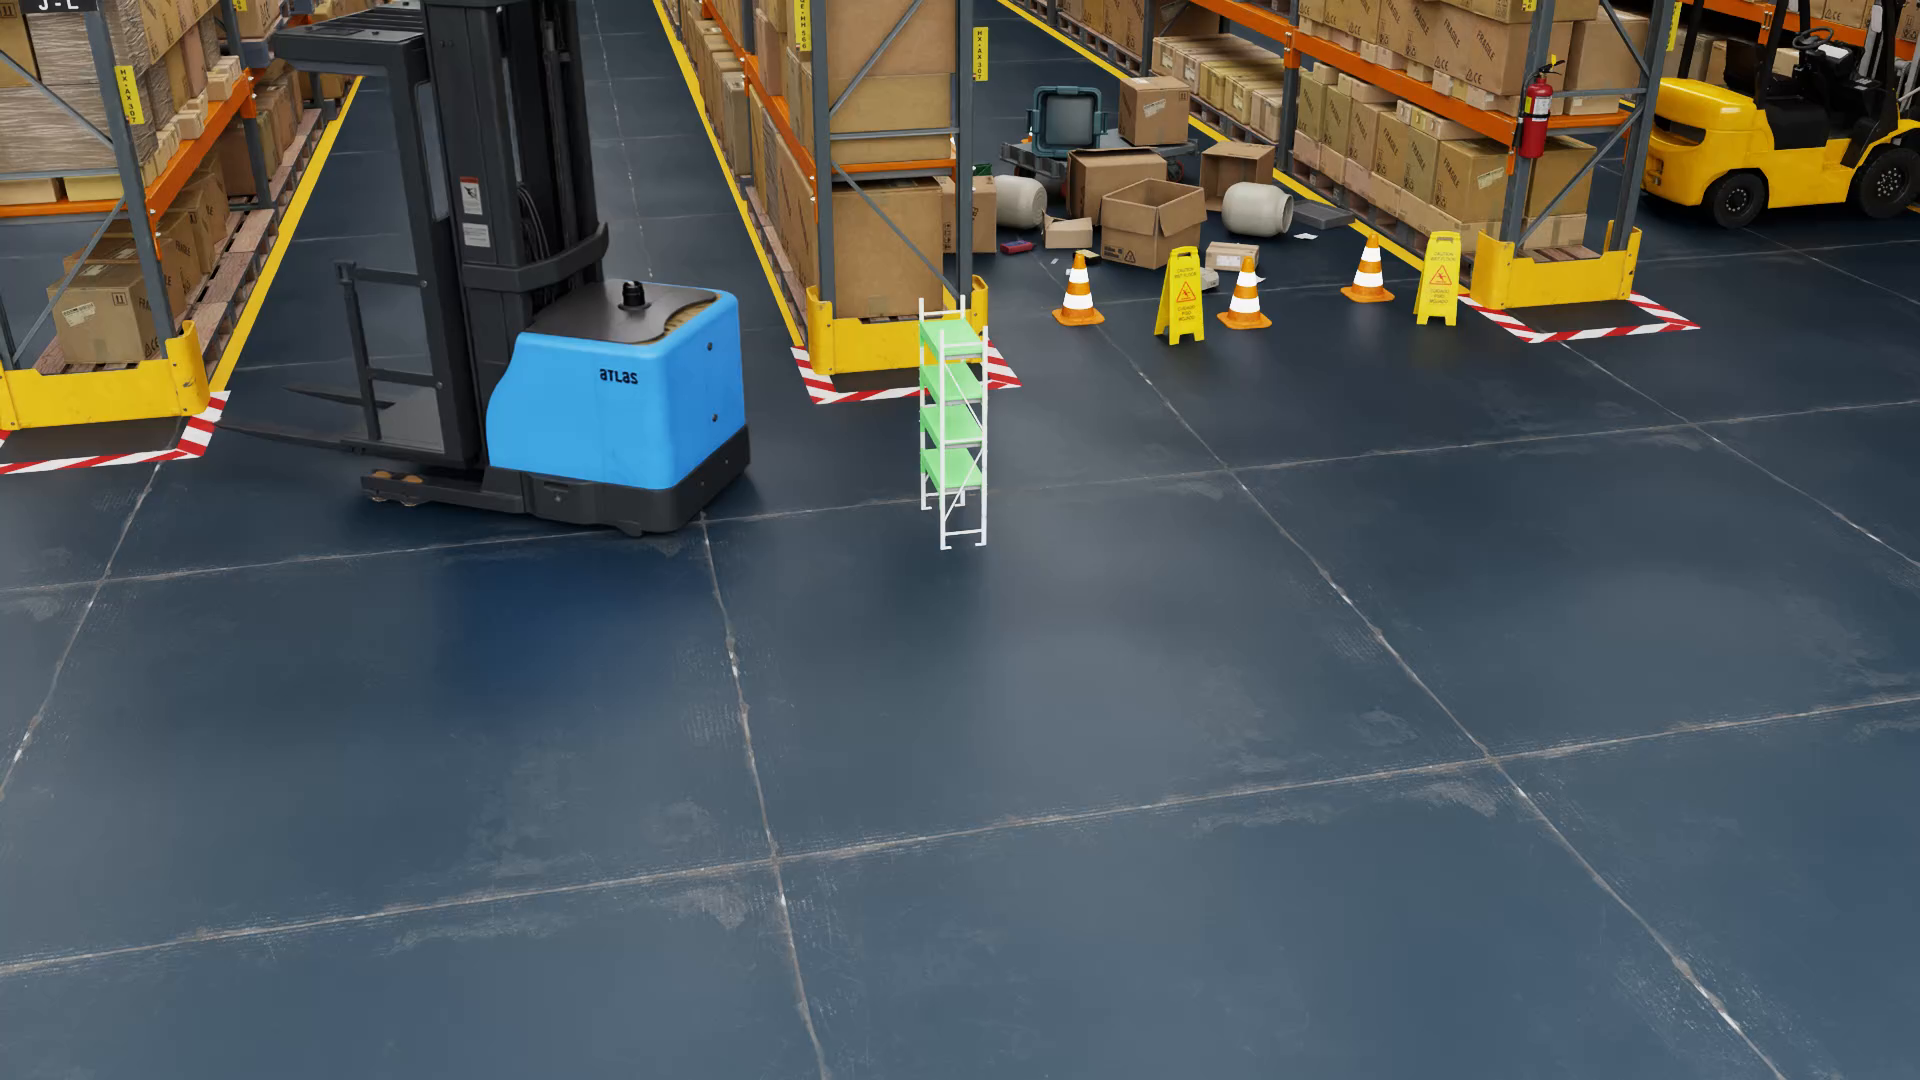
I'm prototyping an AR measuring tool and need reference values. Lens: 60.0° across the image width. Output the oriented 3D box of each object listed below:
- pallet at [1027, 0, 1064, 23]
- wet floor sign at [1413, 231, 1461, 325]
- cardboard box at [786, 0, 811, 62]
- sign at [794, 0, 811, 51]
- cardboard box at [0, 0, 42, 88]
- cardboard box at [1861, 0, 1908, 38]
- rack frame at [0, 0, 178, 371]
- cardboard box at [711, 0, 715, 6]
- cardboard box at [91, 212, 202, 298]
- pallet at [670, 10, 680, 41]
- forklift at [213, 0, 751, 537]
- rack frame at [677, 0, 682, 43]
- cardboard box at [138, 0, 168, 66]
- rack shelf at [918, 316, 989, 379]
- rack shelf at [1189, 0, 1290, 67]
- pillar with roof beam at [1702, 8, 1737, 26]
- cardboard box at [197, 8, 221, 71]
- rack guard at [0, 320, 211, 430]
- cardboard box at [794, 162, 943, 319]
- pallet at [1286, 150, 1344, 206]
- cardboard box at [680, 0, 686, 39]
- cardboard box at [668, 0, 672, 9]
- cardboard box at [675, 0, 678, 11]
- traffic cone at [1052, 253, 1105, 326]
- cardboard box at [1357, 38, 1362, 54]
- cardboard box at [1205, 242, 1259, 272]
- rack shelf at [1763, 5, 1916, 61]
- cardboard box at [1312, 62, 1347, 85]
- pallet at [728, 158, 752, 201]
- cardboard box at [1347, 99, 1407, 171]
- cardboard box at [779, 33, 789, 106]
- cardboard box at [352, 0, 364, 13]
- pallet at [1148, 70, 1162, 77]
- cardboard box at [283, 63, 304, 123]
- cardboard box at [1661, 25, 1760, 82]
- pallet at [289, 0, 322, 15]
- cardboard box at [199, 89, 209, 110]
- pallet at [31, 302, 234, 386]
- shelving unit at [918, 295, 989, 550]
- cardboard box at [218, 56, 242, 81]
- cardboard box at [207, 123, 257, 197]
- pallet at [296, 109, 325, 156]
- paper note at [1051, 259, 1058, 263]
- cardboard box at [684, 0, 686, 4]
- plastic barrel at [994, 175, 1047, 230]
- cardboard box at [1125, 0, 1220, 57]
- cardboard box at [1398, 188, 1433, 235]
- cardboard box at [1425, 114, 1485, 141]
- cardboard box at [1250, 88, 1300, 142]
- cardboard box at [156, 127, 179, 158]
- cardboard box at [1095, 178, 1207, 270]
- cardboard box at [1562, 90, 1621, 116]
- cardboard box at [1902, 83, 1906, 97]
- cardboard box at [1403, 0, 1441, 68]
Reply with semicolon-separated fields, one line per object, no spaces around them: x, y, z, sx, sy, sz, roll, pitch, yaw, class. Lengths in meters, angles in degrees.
1.583;-7.469;23.314;1.003;0.211;1.213;-6;27;-12;pallet
3.382;-1.861;11.721;0.267;0.644;0.232;3;27;6;wet floor sign
-0.678;-3.505;11.001;0.875;0.550;0.550;-6;27;-12;cardboard box
-0.950;-3.131;10.076;0.100;0.325;0.005;-6;27;-12;sign
-5.638;-2.938;9.691;0.500;0.500;0.500;-6;27;-12;cardboard box
8.410;-4.740;14.701;0.500;0.500;0.500;-6;27;-12;cardboard box
-5.273;-2.098;9.578;1.000;3.000;0.127;-6;27;-12;rack frame
-2.152;-5.445;16.098;0.500;0.500;0.500;-6;27;-12;cardboard box
-5.688;-1.981;11.654;0.500;0.500;0.500;-3;27;-7;cardboard box
-3.308;-6.872;22.130;1.003;0.211;1.213;-6;27;-12;pallet
-2.768;-1.707;8.879;3.031;2.935;1.130;8;28;16;forklift
-3.122;-7.825;20.925;1.000;3.000;0.127;-6;27;-12;rack frame
-5.237;-3.211;10.232;0.500;0.500;0.500;-6;27;-12;cardboard box
-0.037;-0.980;8.436;0.258;0.148;0.480;-6;27;-12;rack shelf
3.030;-5.417;16.952;1.077;0.370;4.000;-6;27;-12;rack shelf
4.392;-8.882;16.361;9.100;9.000;0.400;-6;27;-12;pillar with roof beam
-6.133;-3.828;12.563;0.875;0.500;0.500;-6;27;-12;cardboard box
-5.290;-1.015;10.207;1.175;0.500;0.348;-6;27;-12;rack guard
-0.635;-2.087;11.448;0.875;0.875;0.875;-6;27;-11;cardboard box
3.666;-3.324;15.102;1.003;0.211;1.213;-6;27;-12;pallet
-3.214;-6.546;20.697;0.500;0.500;0.500;-5;27;-10;cardboard box
-3.776;-7.332;22.645;0.380;0.149;0.250;-6;27;-12;cardboard box
-3.503;-6.979;21.616;0.380;0.149;0.250;-5;27;-11;cardboard box
0.846;-1.802;11.807;0.336;0.463;0.334;-6;27;-12;traffic cone
3.549;-4.132;13.887;0.380;0.149;0.250;-6;27;-12;cardboard box
2.119;-2.202;12.947;0.380;0.149;0.250;8;28;15;cardboard box
8.767;-4.167;14.475;1.077;0.370;4.000;-6;27;-12;rack shelf
3.320;-4.097;14.572;0.380;0.149;0.250;-6;27;-11;cardboard box
-1.567;-3.400;15.251;1.003;0.211;1.213;-6;27;-12;pallet
3.598;-3.407;13.924;0.500;0.500;0.500;-5;27;-9;cardboard box
-0.854;-3.509;12.206;0.875;0.550;0.500;-6;27;-12;cardboard box
-7.814;-6.326;19.846;1.225;0.875;0.875;-6;27;-11;cardboard box
2.754;-5.028;18.478;1.003;0.211;1.213;-6;27;-12;pallet
-6.905;-4.398;16.421;0.700;0.500;0.500;-7;28;-14;cardboard box
8.020;-5.063;17.621;0.875;0.625;0.625;-6;27;-12;cardboard box
-6.811;-5.222;15.981;1.213;0.211;1.003;-6;27;-12;pallet
-5.606;-3.124;11.888;0.380;0.149;0.250;-6;27;-12;cardboard box
-5.439;-1.247;10.986;1.003;0.211;1.213;-6;27;-12;pallet
-0.037;-0.608;8.624;0.258;1.200;0.503;-6;27;-12;shelving unit
-5.840;-3.677;12.985;0.380;0.149;0.250;-6;27;-12;cardboard box
-6.292;-3.206;14.059;0.700;0.500;0.500;-8;28;-16;cardboard box
-6.901;-4.022;16.484;1.003;0.211;1.213;-6;27;-12;pallet
0.746;-2.195;13.088;0.032;0.001;0.123;8;28;15;paper note
-3.091;-6.647;20.066;0.500;0.250;0.500;-5;27;-10;cardboard box
0.431;-2.821;13.869;0.512;0.421;0.421;13;30;24;plastic barrel
2.504;-6.167;19.531;0.875;0.875;0.875;-6;27;-12;cardboard box
3.829;-2.620;13.197;0.500;0.250;0.500;-6;27;-11;cardboard box
3.799;-3.168;12.731;0.380;0.149;0.250;-5;27;-10;cardboard box
3.360;-4.105;16.004;0.950;0.372;0.625;-6;27;-11;cardboard box
-5.310;-2.576;10.804;0.380;0.149;0.250;-6;27;-12;cardboard box
1.520;-2.504;13.152;0.637;0.503;0.797;19;32;32;cardboard box
4.507;-3.162;11.965;0.380;0.149;0.250;-6;27;-11;cardboard box
8.459;-3.854;14.533;0.500;0.250;0.500;-7;28;-13;cardboard box
3.774;-3.932;12.771;0.500;0.500;0.500;-6;27;-12;cardboard box
